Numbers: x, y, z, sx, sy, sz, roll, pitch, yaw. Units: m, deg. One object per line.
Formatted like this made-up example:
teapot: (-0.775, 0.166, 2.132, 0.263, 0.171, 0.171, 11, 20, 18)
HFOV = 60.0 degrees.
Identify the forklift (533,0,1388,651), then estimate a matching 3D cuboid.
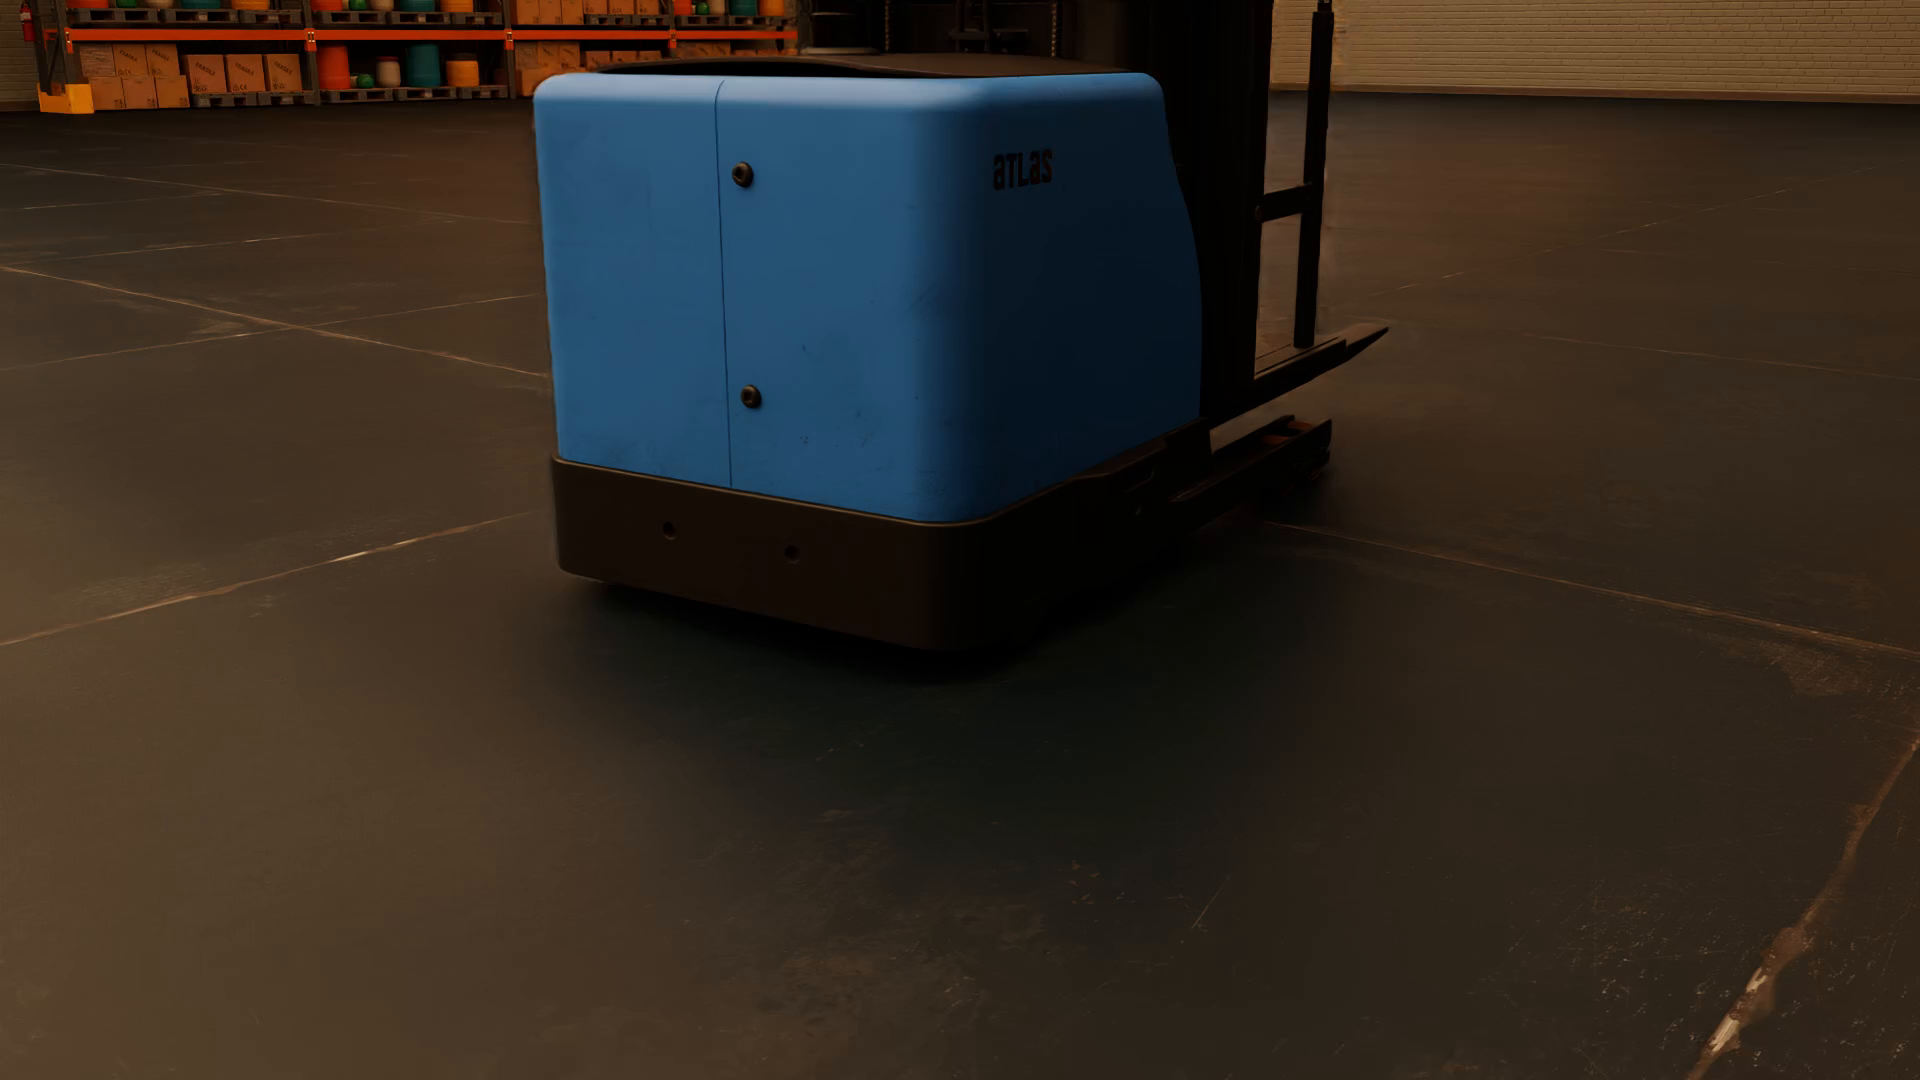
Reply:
forklift: (0.344, -1.574, 4.080, 1.130, 2.935, 3.031, 10, 20, 30)
